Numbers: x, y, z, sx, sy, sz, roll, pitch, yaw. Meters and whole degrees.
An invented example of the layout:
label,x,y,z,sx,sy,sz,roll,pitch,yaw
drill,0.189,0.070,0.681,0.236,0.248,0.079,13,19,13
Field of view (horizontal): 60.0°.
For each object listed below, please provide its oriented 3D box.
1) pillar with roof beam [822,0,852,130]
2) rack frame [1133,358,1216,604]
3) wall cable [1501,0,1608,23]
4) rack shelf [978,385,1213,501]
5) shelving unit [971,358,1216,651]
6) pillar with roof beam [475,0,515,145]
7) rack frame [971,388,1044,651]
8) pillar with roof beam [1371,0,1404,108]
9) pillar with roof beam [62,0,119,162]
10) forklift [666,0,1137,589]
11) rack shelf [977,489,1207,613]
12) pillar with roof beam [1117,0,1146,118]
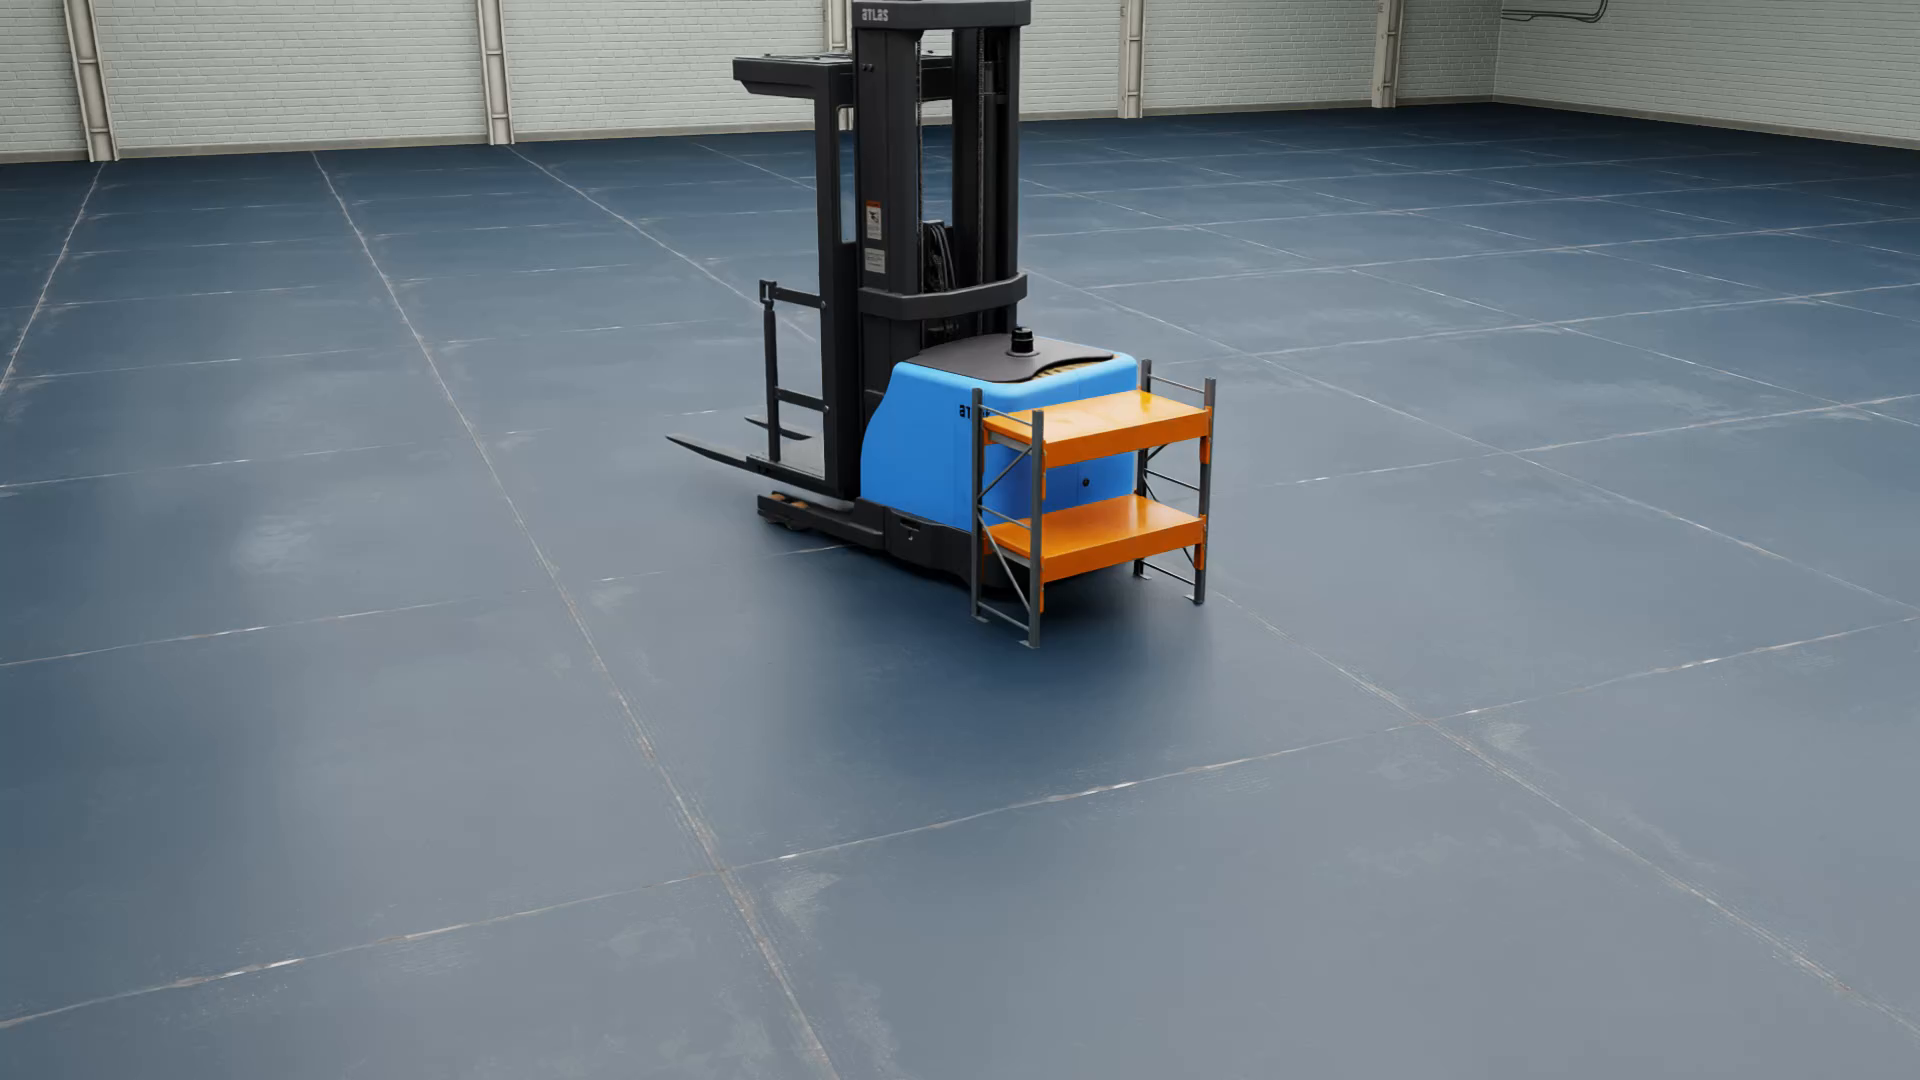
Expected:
label,x,y,z,sx,sy,sz,roll,pitch,yaw
pillar with roof beam,-0.496,-10.383,24.962,0.400,9.000,9.100,-8,21,-22
rack frame,1.044,-0.290,8.151,0.032,1.125,0.500,-13,23,-33
wall cable,12.046,-11.794,33.645,0.112,2.526,3.097,-8,21,-22
rack shelf,0.627,-0.470,7.780,1.000,0.278,0.538,-13,23,-33
shelving unit,0.627,-0.194,7.877,1.048,1.125,0.538,-13,23,-33
pillar with roof beam,-6.005,-9.594,22.720,0.400,9.000,9.100,-8,21,-22
rack frame,0.210,-0.097,7.603,0.032,1.125,0.500,-13,23,-33
pillar with roof beam,10.523,-11.962,29.445,0.400,9.000,9.100,-8,21,-22
pillar with roof beam,-11.514,-8.805,20.478,0.400,9.000,9.100,-8,21,-22
forklift,-0.486,-1.538,8.976,3.031,2.935,1.130,18,26,41
rack shelf,0.627,0.037,7.959,1.000,0.278,0.538,-13,23,-33
pillar with roof beam,5.014,-11.173,27.204,0.400,9.000,9.100,-8,21,-22
